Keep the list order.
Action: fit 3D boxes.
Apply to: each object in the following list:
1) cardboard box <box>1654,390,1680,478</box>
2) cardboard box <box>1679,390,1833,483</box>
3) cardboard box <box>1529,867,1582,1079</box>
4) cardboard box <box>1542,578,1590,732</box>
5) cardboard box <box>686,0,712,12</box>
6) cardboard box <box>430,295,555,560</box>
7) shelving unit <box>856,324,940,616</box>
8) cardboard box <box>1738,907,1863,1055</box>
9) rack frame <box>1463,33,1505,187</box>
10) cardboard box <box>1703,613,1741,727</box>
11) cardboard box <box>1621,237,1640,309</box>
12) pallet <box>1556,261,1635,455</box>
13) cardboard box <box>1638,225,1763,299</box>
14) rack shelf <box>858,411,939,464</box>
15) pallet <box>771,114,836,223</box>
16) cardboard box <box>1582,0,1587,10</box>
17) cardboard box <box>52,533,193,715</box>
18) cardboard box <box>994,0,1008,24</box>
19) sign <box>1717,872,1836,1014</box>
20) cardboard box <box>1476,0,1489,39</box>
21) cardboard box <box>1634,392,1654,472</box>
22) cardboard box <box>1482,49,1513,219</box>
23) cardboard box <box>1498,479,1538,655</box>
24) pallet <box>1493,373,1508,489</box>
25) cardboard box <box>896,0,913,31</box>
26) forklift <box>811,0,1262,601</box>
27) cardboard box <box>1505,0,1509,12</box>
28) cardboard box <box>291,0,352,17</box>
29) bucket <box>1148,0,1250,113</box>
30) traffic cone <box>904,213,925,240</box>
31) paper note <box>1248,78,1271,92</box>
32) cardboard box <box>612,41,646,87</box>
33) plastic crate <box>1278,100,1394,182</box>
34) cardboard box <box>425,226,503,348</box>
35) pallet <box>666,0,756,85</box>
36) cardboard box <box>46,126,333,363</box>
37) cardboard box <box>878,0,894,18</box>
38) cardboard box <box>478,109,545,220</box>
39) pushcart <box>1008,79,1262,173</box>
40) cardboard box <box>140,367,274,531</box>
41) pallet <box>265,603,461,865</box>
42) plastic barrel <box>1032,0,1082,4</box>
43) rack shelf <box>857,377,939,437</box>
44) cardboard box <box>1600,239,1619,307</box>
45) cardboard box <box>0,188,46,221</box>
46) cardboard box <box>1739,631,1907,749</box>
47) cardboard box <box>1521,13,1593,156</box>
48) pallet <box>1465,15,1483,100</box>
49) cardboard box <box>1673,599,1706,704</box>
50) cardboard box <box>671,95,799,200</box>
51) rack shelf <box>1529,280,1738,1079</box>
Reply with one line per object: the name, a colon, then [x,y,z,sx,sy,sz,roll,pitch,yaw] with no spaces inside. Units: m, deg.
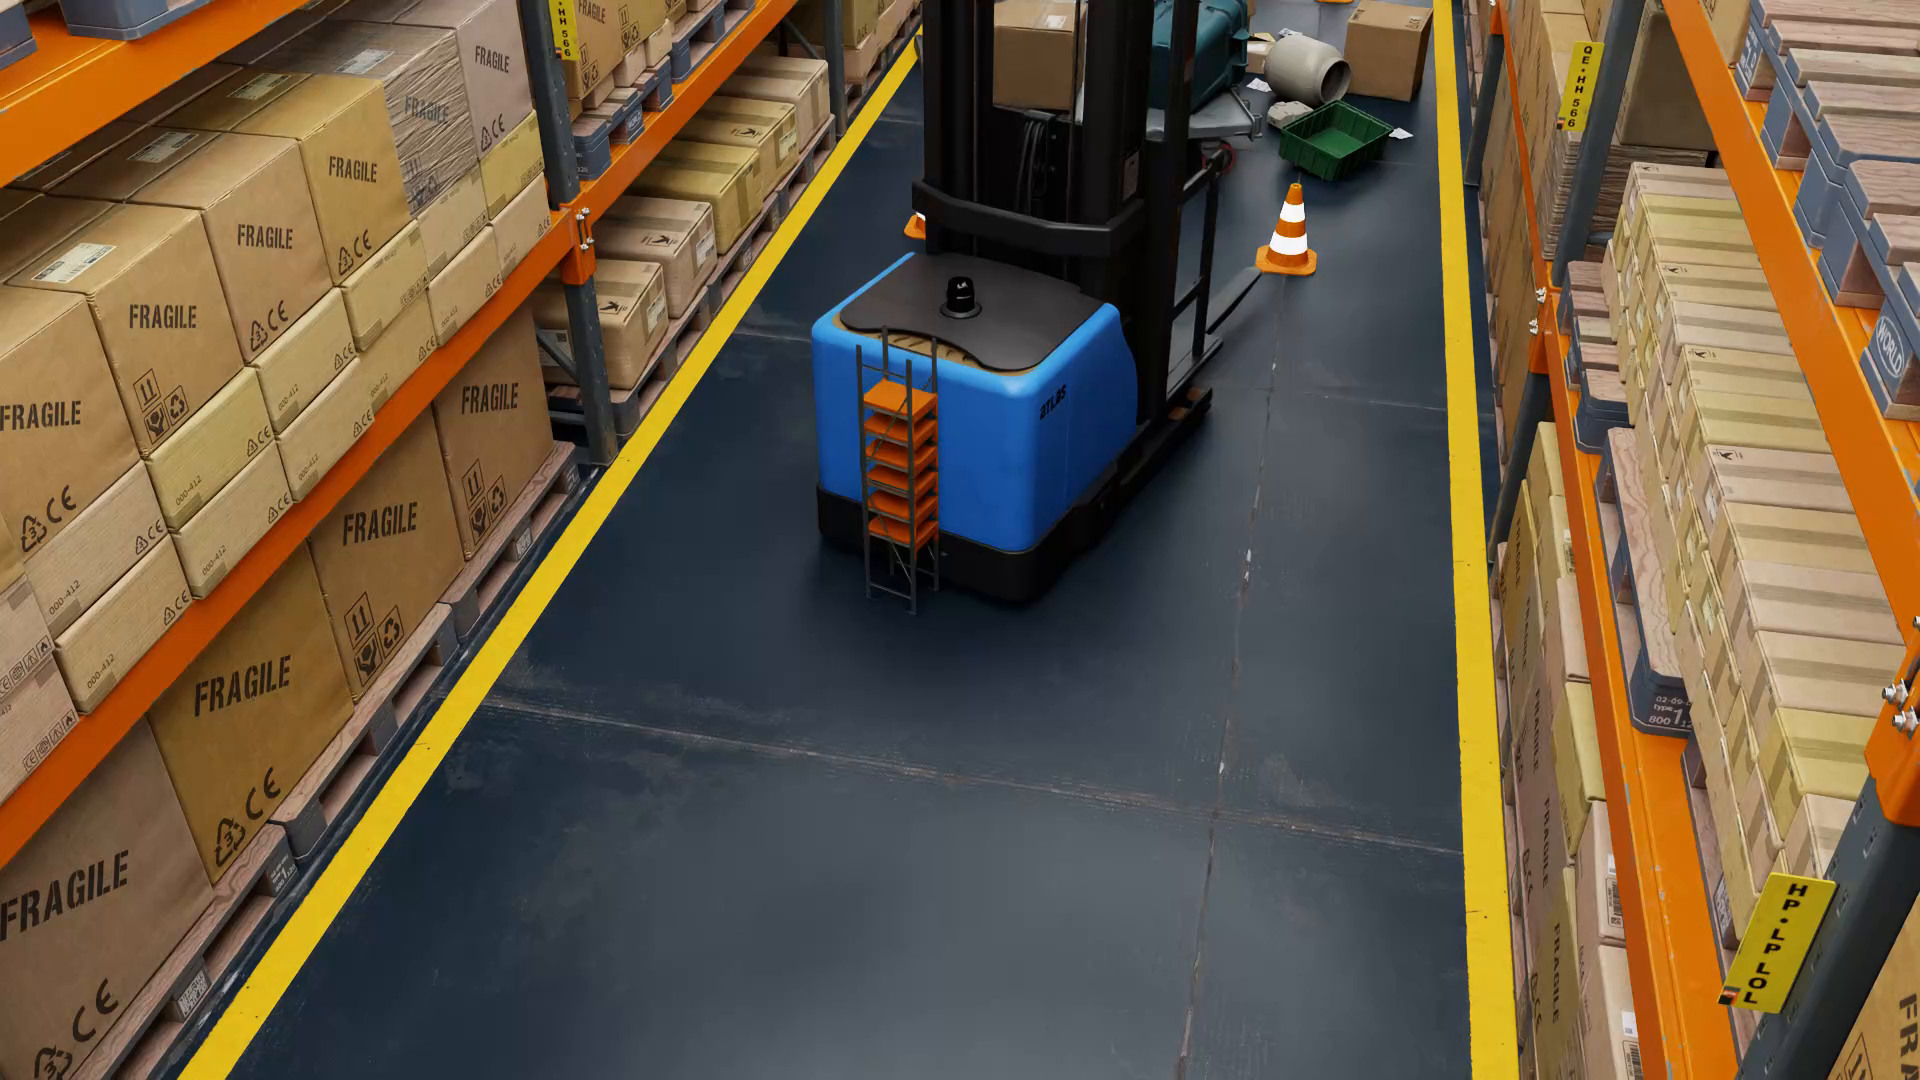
cardboard box: [2.183,-0.279,4.682,0.380,0.149,0.250,7,37,10]
cardboard box: [2.132,-0.253,4.393,0.380,0.149,0.250,7,36,9]
cardboard box: [1.924,1.304,4.666,0.500,0.500,0.500,6,36,9]
cardboard box: [2.146,0.395,5.282,0.500,0.250,0.500,8,37,10]
cardboard box: [-1.457,-2.795,8.407,0.380,0.149,0.250,8,37,11]
cardboard box: [-2.330,-0.568,6.930,0.875,0.875,0.875,7,37,10]
shelving unit: [-0.238,-0.257,6.582,0.258,1.200,0.189,19,40,24]
cardboard box: [1.793,0.892,3.320,0.380,0.149,0.250,7,36,9]
rack frame: [3.611,-3.374,9.349,1.000,3.000,0.127,7,37,10]
cardboard box: [1.959,0.320,3.855,0.380,0.149,0.250,6,36,8]
cardboard box: [2.401,-0.862,5.486,0.380,0.149,0.250,9,37,12]
pallet: [2.708,-0.581,5.659,1.213,0.211,1.003,7,37,10]
cardboard box: [2.357,-0.855,5.223,0.380,0.149,0.250,7,37,10]
rack shelf: [-0.238,-0.415,6.467,0.258,0.103,0.180,19,40,24]
pallet: [-1.411,-2.361,10.328,1.003,0.211,1.213,7,37,10]
cardboard box: [3.185,-2.660,7.427,0.700,0.500,0.500,7,37,10]
cardboard box: [-2.494,0.195,4.553,0.500,0.250,0.500,6,36,9]
cardboard box: [0.312,-3.369,11.471,0.500,0.500,0.500,-24,42,-30]
sign: [1.359,0.676,2.775,0.100,0.325,0.005,7,37,10]
cardboard box: [4.199,-4.075,11.769,0.875,0.875,0.875,7,36,9]
cardboard box: [2.238,-0.302,4.966,0.380,0.149,0.250,8,37,11]
cardboard box: [3.566,-2.266,9.380,1.050,0.750,0.750,7,37,10]
cardboard box: [2.356,0.135,6.280,0.500,0.500,0.500,6,36,8]
pallet: [2.998,-0.394,7.614,1.003,0.211,1.213,7,37,10]
cardboard box: [-0.643,-3.910,12.073,0.500,0.250,0.500,7,36,9]
forklift: [0.561,-1.780,7.208,1.130,2.935,3.031,19,40,24]
cardboard box: [3.236,-3.147,8.951,0.500,0.500,0.500,8,37,10]
cardboard box: [-2.445,-1.837,6.291,0.500,0.500,0.500,6,36,8]
bucket: [1.388,-3.031,10.370,0.726,0.611,0.620,20,51,26]
traffic cone: [-0.144,-2.023,9.647,0.336,0.463,0.334,7,37,10]
paper note: [2.113,-3.177,11.614,0.172,0.023,0.155,20,41,26]
cardboard box: [-1.653,-2.184,7.563,0.380,0.149,0.250,5,36,7]
plastic crate: [2.368,-2.523,10.522,0.450,0.188,0.662,36,48,26]
cardboard box: [-2.049,-0.965,6.154,0.500,0.250,0.500,8,37,11]
pallet: [-1.718,-2.706,8.591,1.003,0.211,1.213,7,37,10]
cardboard box: [-2.285,-0.891,4.986,0.500,0.500,0.500,7,36,9]
cardboard box: [-0.754,-3.910,11.435,0.500,0.500,0.500,9,37,12]
cardboard box: [-1.956,-1.476,6.432,0.500,0.250,0.500,7,37,10]
pushcart: [0.991,-2.618,10.540,1.648,0.377,0.936,-5,36,-6]
cardboard box: [-2.368,-0.297,4.806,0.500,0.250,0.500,8,37,11]
pallet: [-2.606,0.626,6.207,1.003,0.211,1.213,7,37,10]
plastic barrel: [0.646,-3.813,12.150,0.421,0.421,0.512,-24,42,-30]
rack shelf: [-0.238,-0.513,6.397,0.258,0.103,0.180,19,40,24]
cardboard box: [2.464,-0.918,5.817,0.380,0.149,0.250,7,36,9]
cardboard box: [-2.874,-0.669,4.680,0.500,0.500,0.500,8,37,11]
cardboard box: [1.911,0.347,3.565,0.380,0.149,0.250,6,36,8]
cardboard box: [2.805,-1.986,7.348,0.500,0.500,0.500,7,36,9]
pallet: [4.108,-3.373,11.724,1.003,0.211,1.213,7,37,10]
cardboard box: [2.011,0.296,4.142,0.380,0.149,0.250,6,36,8]
cardboard box: [-1.506,-2.329,9.789,0.950,0.372,0.625,10,37,13]
rack shelf: [2.329,0.357,4.814,1.077,0.370,4.000,7,37,10]
